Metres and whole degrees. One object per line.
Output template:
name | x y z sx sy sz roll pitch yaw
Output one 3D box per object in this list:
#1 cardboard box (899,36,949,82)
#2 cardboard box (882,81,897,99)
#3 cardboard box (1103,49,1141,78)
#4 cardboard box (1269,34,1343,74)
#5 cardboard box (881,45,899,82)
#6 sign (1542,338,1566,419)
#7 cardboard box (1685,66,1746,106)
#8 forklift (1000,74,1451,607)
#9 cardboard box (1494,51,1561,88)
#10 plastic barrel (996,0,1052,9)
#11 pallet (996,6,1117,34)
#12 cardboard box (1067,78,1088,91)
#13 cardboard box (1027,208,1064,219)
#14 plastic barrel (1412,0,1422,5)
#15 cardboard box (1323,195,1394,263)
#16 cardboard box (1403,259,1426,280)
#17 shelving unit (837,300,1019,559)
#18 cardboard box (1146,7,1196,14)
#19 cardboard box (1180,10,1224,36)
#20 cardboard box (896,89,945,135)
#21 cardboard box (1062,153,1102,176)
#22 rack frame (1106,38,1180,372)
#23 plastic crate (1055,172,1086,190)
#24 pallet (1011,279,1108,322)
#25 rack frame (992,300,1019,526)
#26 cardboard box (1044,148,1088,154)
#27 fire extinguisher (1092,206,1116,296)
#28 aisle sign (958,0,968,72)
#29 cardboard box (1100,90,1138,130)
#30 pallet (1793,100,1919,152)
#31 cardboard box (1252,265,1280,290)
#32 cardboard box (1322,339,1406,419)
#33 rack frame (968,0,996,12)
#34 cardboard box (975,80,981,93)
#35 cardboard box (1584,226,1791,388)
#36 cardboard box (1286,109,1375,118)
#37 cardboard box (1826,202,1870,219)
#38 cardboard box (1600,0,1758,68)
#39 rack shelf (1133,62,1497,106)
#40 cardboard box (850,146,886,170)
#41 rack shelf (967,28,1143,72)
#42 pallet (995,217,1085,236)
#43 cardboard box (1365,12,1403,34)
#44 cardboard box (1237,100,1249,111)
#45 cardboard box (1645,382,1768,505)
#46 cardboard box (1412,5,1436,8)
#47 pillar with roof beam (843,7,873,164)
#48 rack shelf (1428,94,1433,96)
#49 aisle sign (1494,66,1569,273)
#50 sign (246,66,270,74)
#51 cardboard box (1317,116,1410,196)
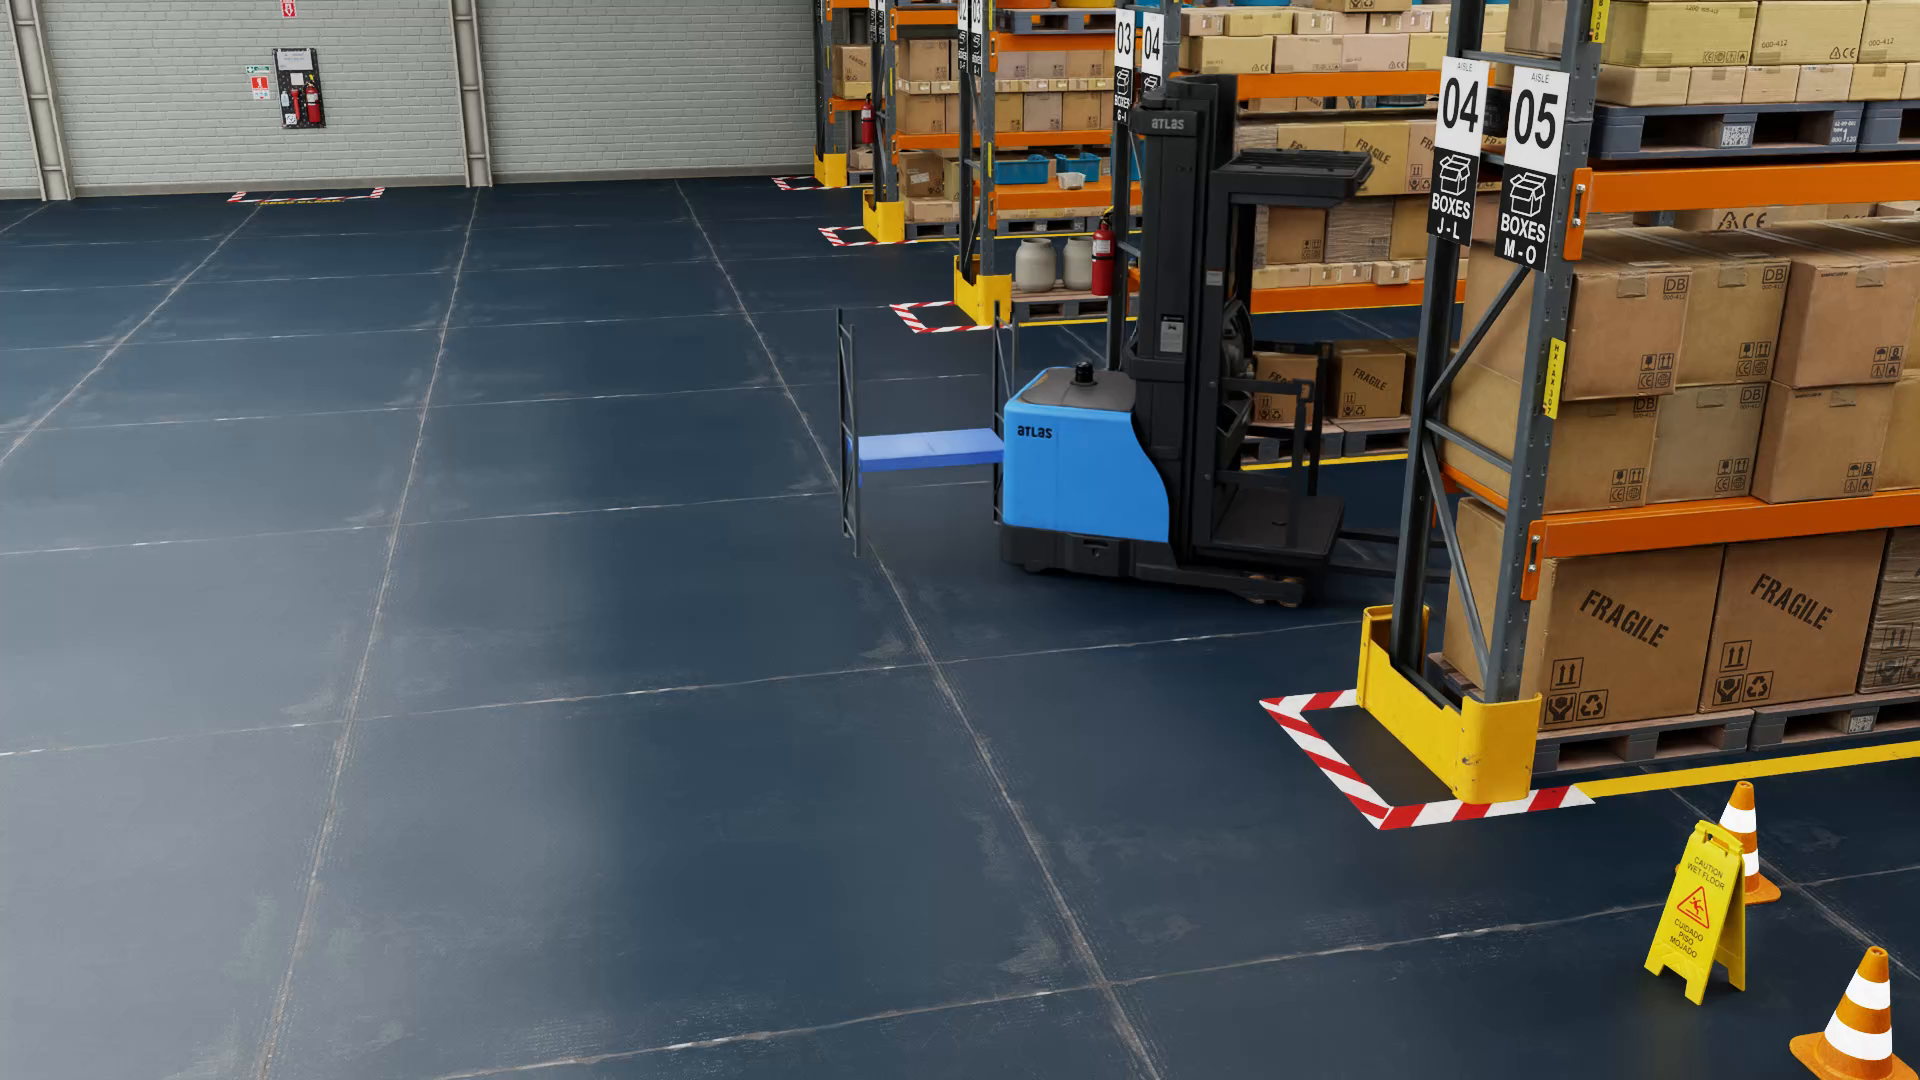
cardboard box | -0.463 -6.091 21.051 0.500 0.500 0.700 -5 21 -12
cardboard box | -1.065 -6.974 25.680 0.500 0.250 0.500 -5 21 -14
cardboard box | 1.999 -6.294 21.603 0.500 0.500 0.700 -5 21 -13
cardboard box | 2.333 -3.415 11.633 0.500 0.250 0.500 -5 21 -14
cardboard box | -1.098 -7.320 25.536 0.500 0.500 0.500 -5 21 -12
sign | 2.469 -0.671 6.913 0.005 0.325 0.100 -5 21 -12
cardboard box | 3.002 -1.889 6.859 0.250 0.149 0.380 -4 21 -12
forklift | 1.824 -1.187 9.793 3.031 2.935 1.130 6 21 17
cardboard box | 2.593 -2.088 7.403 0.250 0.149 0.380 -5 21 -13
plastic barrel | 0.608 -5.628 16.223 0.708 0.830 0.600 -5 21 -12
pallet | 0.992 -5.093 16.270 1.213 0.211 1.003 -5 21 -12
cardboard box | 1.470 -5.873 21.399 0.250 0.149 0.380 -4 21 -11
cardboard box | 1.062 -4.391 21.827 0.500 0.250 0.500 -5 21 -12
plastic barrel | 4.502 -5.814 17.234 0.708 0.901 0.600 -5 21 -12
cardboard box | 2.801 -2.408 12.450 0.500 0.500 0.875 -5 21 -12
cardboard box | 3.331 -2.058 12.436 0.250 0.149 0.380 -5 21 -12
shelving unit | -0.205 -0.709 10.571 1.048 1.500 0.538 -5 21 -13
cardboard box | 1.503 -3.734 11.924 0.250 0.149 0.380 -5 21 -12
cardboard box | 1.625 -3.552 11.428 0.250 0.149 0.380 -5 21 -13
cardboard box | -0.514 -5.478 21.263 0.500 0.500 0.700 -5 21 -12
cardboard box | 1.545 -4.787 21.818 0.500 0.500 0.500 -5 21 -12
rack frame | 1.304 -2.082 12.138 0.127 3.000 1.000 -5 21 -12
plastic crate | 1.109 -3.579 16.609 0.250 0.136 0.298 -5 21 -12
pallet | 1.019 -2.515 17.374 1.213 0.211 1.003 -5 21 -12
rack frame | 0.288 -0.751 10.685 0.032 1.500 0.500 -5 21 -13
cardboard box | 1.425 -4.962 22.297 0.500 0.500 0.500 -5 21 -12
fire extinguisher | 1.087 -2.191 12.548 0.183 0.674 0.296 -5 21 -12
aisle sign | 0.026 -5.055 16.473 0.004 0.787 0.394 -5 21 -12
cardboard box | 1.979 -5.681 21.817 0.500 0.500 0.700 -5 21 -13
pallet | 4.256 -1.941 7.520 1.213 0.211 1.003 -5 21 -12
cardboard box | 2.131 -1.935 12.102 0.250 0.149 0.380 -5 21 -12
cardboard box | 3.103 -1.252 12.894 0.500 0.500 0.500 -3 20 -7
rack frame | 0.164 -6.557 15.632 0.127 3.000 1.000 -5 21 -12
cardboard box | 0.205 -5.769 21.115 0.250 0.149 0.380 -5 21 -13
cardboard box | 3.231 -1.082 7.620 0.550 0.550 0.875 -5 21 -12
cardboard box | 2.755 -2.945 12.461 0.500 0.500 0.500 -5 21 -12
cardboard box | 6.863 -2.813 13.371 0.637 0.503 0.797 -3 20 -7
cardboard box | 2.876 -2.088 6.823 0.500 0.250 0.500 -5 21 -13
rack shelf | 3.251 -3.311 12.178 4.000 0.370 1.077 -5 21 -12
cardboard box | -1.421 -6.025 26.171 0.500 0.311 0.500 -7 21 -19
rack shelf | 2.111 -4.969 16.704 4.000 0.370 1.077 -5 21 -12
pallet | 0.948 -4.259 22.135 1.213 0.211 1.003 -5 21 -12
cardboard box | 2.899 -3.643 11.677 0.250 0.149 0.380 -6 21 -15
cardboard box | 3.734 -5.783 22.436 0.258 0.266 0.396 -5 21 -14
cardboard box | 3.228 -0.580 7.818 0.550 0.550 0.875 -5 21 -12
cardboard box | 3.307 -3.854 12.252 0.250 0.149 0.380 -4 21 -11
pillar with roof beam | -0.642 -8.777 21.693 0.400 9.000 9.100 -5 21 -12
rack shelf | 7.616 -7.510 28.001 4.000 0.370 1.077 -5 21 -12
aisle sign | 2.347 -1.529 6.847 0.004 0.787 0.394 -5 21 -12
sign | -10.441 -6.997 24.733 0.331 0.109 0.001 -5 21 -12
cardboard box | 2.877 -2.768 11.978 0.500 0.500 0.500 -5 21 -12
